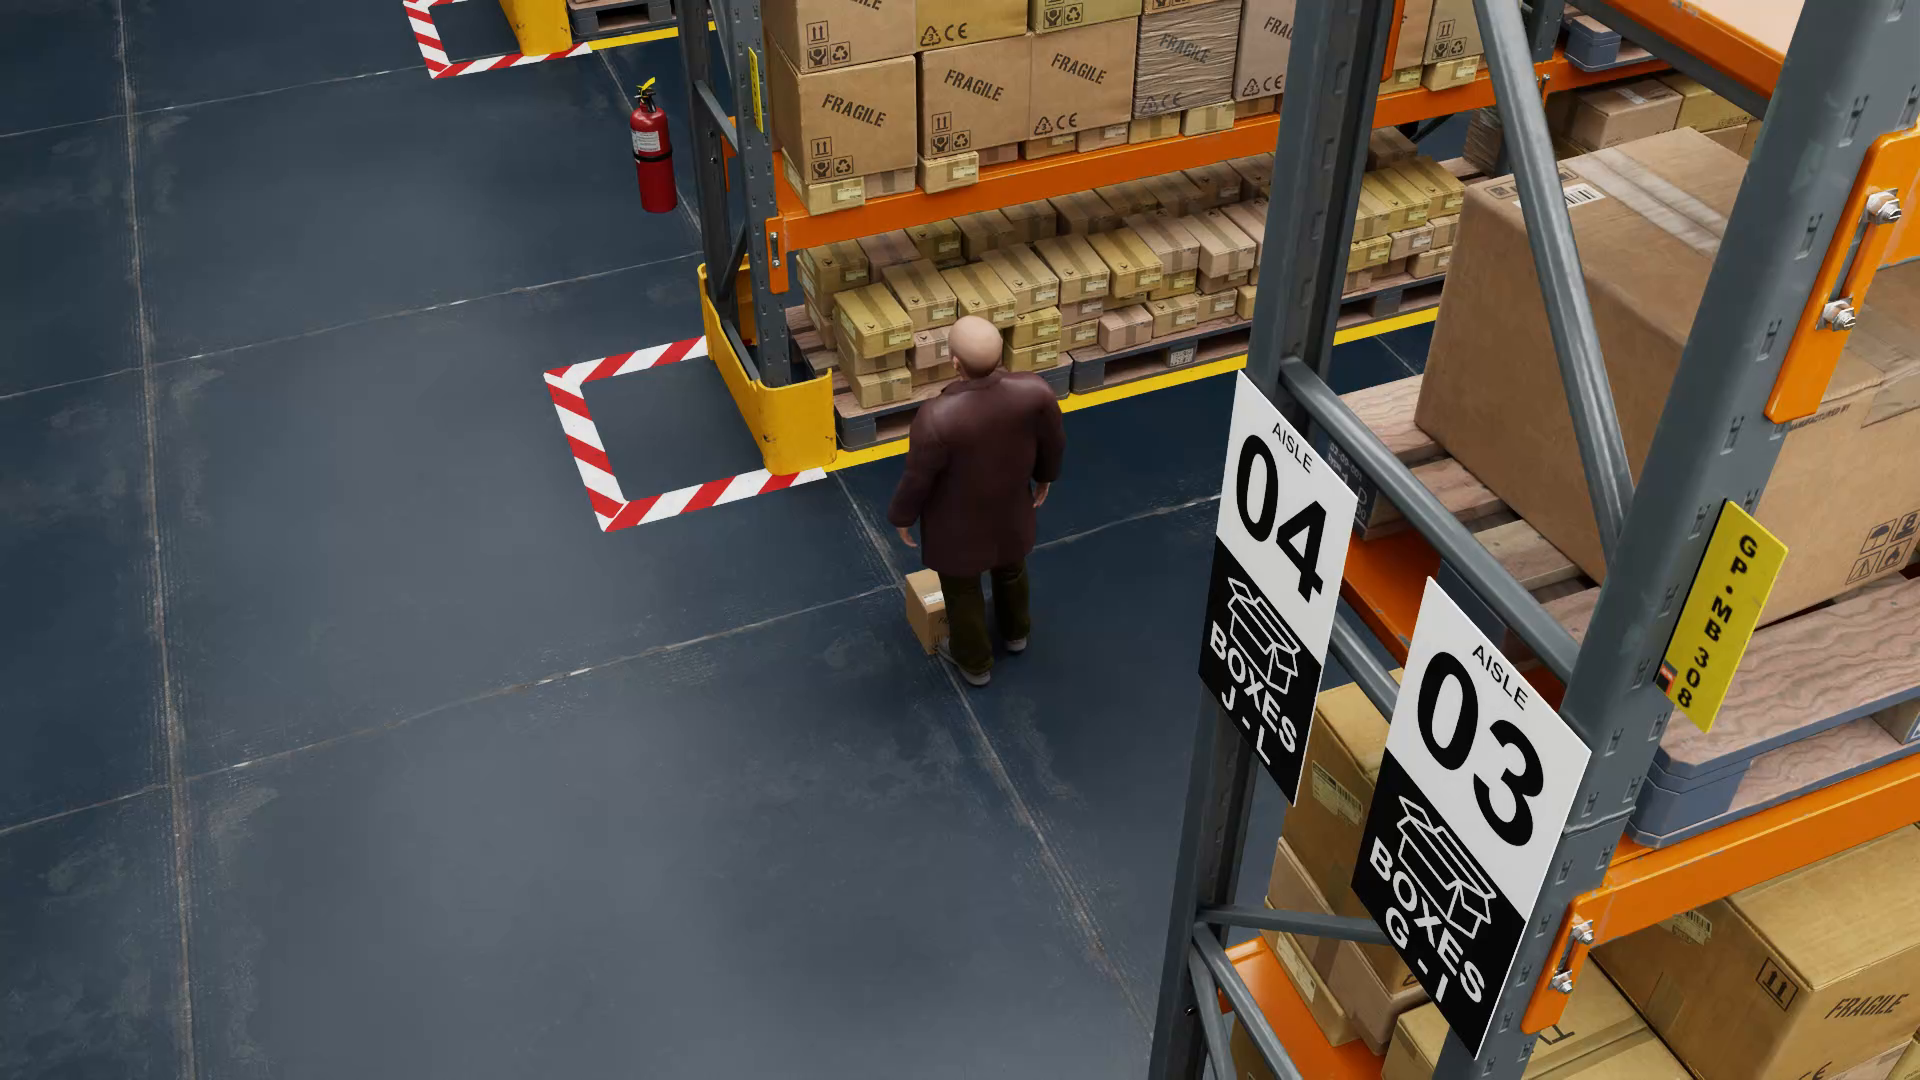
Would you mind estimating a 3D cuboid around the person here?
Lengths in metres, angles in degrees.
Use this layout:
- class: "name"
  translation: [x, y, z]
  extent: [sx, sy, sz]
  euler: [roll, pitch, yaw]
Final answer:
- class: "person"
  translation: [0.028, -0.187, 6.371]
  extent: [0.696, 1.778, 0.579]
  euler: [-15, 43, -17]
